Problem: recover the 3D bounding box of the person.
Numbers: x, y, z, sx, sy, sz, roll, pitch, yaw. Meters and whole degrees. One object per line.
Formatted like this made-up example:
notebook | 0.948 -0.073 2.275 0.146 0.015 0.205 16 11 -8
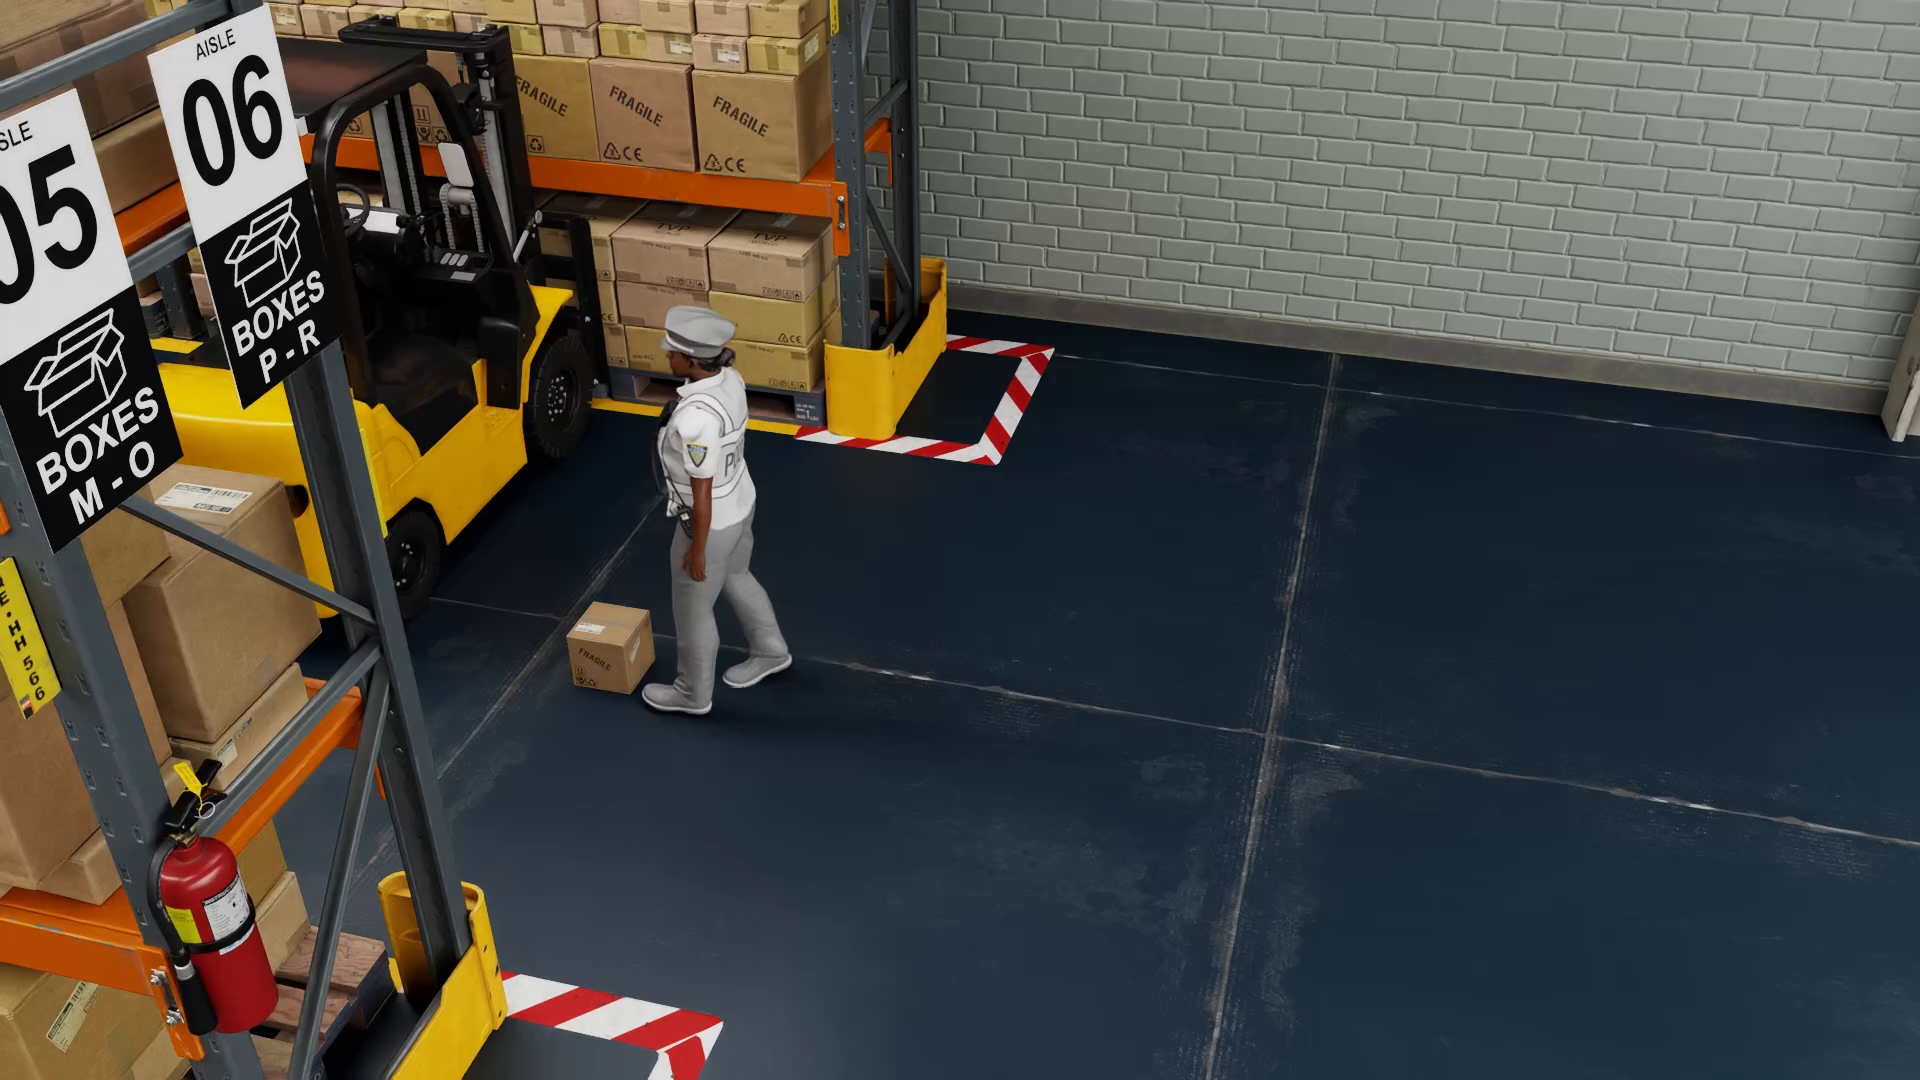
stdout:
person | -0.985 -0.088 6.259 0.545 1.691 0.466 5 33 7
